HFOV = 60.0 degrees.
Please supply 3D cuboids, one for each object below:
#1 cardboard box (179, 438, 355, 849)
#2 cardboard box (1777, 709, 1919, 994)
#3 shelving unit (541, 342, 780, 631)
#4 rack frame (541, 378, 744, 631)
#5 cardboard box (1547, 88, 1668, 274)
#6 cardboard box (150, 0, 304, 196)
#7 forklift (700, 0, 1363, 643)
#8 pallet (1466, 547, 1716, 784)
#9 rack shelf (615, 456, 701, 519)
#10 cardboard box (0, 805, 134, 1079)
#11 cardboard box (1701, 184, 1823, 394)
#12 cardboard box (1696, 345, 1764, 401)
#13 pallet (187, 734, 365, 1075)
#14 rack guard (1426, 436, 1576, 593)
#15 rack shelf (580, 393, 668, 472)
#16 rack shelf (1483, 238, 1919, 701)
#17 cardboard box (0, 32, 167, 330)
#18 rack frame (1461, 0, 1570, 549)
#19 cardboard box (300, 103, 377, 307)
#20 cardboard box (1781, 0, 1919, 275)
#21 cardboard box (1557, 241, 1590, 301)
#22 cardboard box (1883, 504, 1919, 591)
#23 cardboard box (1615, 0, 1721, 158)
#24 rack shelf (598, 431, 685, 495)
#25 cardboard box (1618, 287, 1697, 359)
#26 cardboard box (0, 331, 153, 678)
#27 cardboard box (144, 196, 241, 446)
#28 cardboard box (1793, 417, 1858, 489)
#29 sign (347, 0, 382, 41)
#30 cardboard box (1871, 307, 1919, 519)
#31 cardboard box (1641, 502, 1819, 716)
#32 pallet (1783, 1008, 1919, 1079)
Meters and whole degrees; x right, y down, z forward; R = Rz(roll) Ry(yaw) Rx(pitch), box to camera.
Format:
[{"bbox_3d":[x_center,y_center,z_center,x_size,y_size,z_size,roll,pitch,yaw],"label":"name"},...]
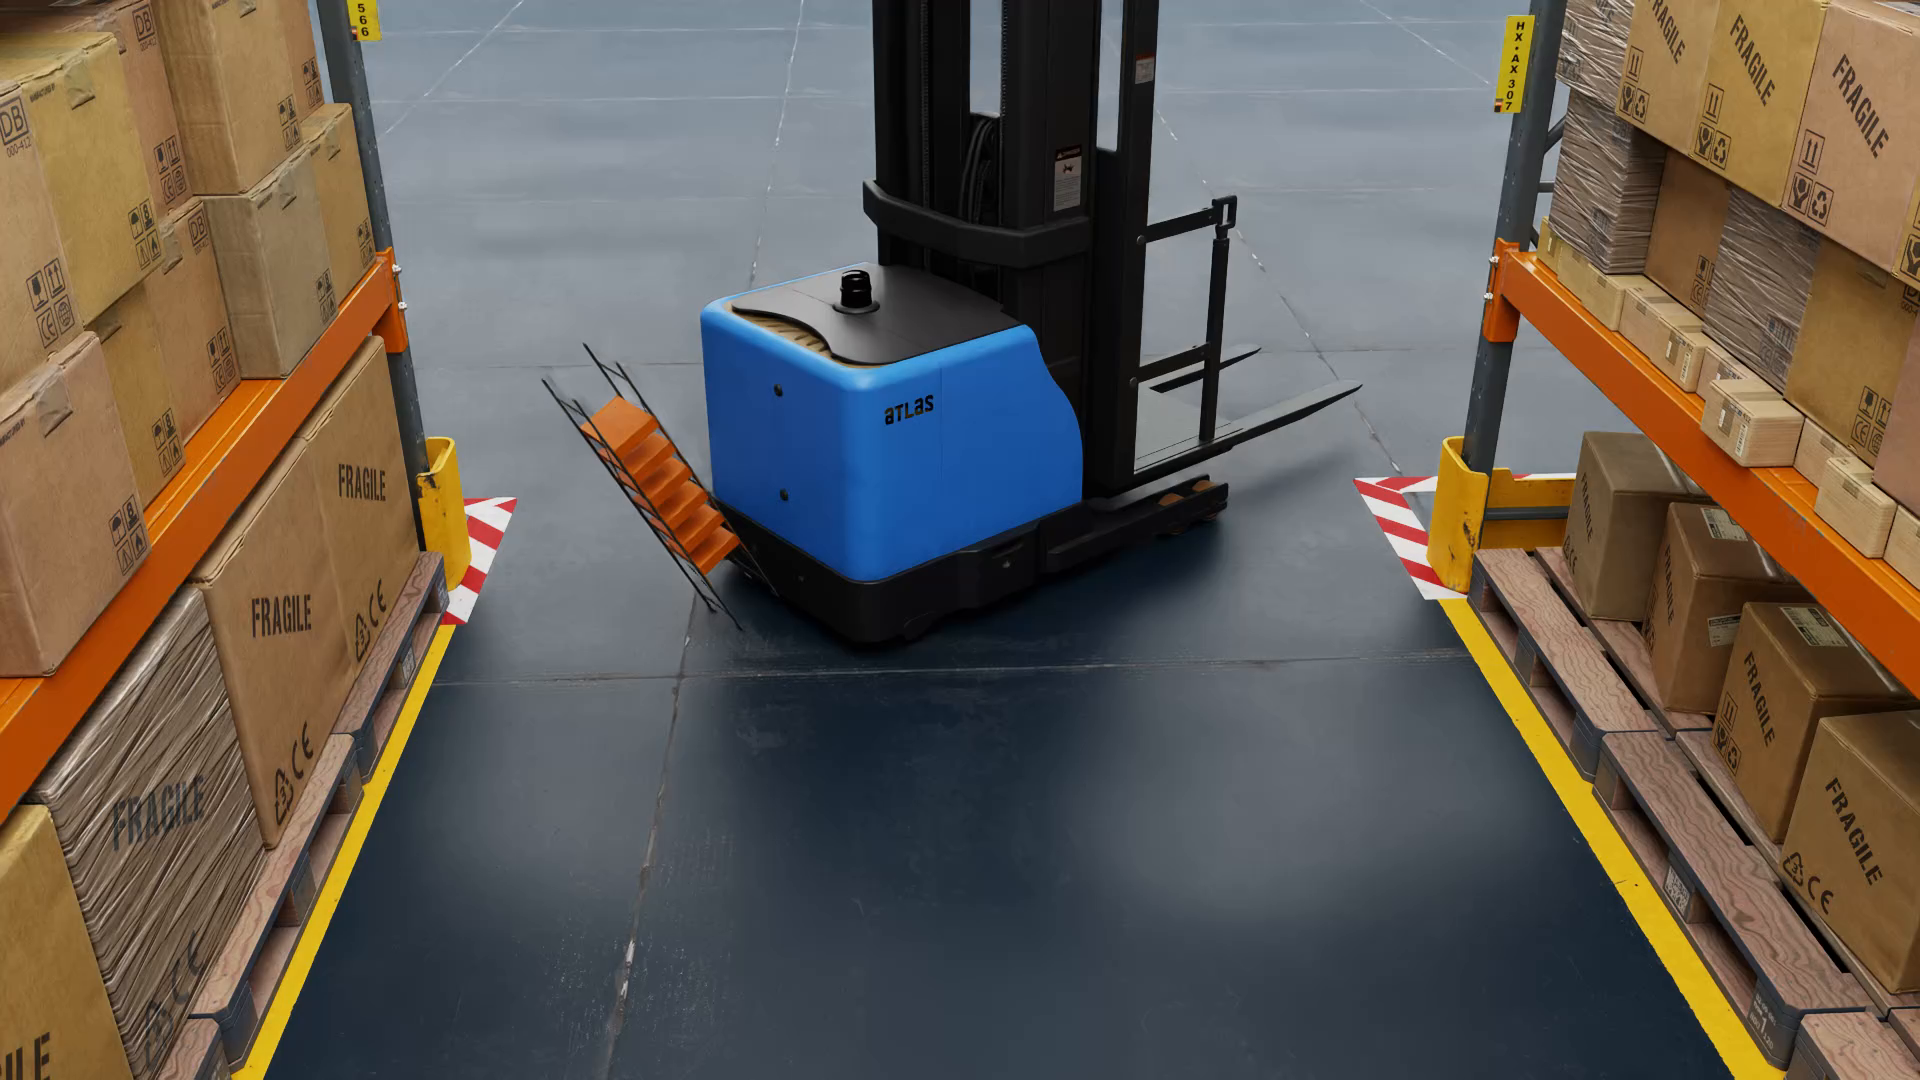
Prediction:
[{"bbox_3d":[-2.369,0.292,4.790,0.875,0.875,0.875,-2,28,-3],"label":"cardboard box"},{"bbox_3d":[2.520,0.779,4.261,0.500,0.500,0.500,-4,28,-7],"label":"cardboard box"},{"bbox_3d":[-1.023,-0.160,5.808,0.189,1.200,0.258,-44,44,-16],"label":"shelving unit"},{"bbox_3d":[-1.086,-0.099,5.782,0.006,1.200,0.240,-44,44,-16],"label":"rack frame"},{"bbox_3d":[2.442,-1.177,5.333,0.875,0.500,0.500,-1,28,-3],"label":"cardboard box"},{"bbox_3d":[-2.417,-1.303,4.675,0.875,0.550,0.550,-1,28,-3],"label":"cardboard box"},{"bbox_3d":[0.482,-1.488,6.433,3.031,2.935,1.130,-21,34,-35],"label":"forklift"},{"bbox_3d":[2.451,0.392,5.769,1.003,0.211,1.213,-1,28,-3],"label":"pallet"},{"bbox_3d":[-1.050,-0.209,5.757,0.180,0.103,0.258,-44,44,-16],"label":"rack shelf"},{"bbox_3d":[-2.272,1.129,3.185,0.875,0.875,0.875,-1,28,-2],"label":"cardboard box"},{"bbox_3d":[2.570,-0.717,4.451,0.875,0.500,0.500,-1,28,-3],"label":"cardboard box"},{"bbox_3d":[2.289,-0.429,4.601,0.380,0.149,0.250,-1,28,-3],"label":"cardboard box"},{"bbox_3d":[-2.338,0.984,4.635,1.003,0.211,1.213,-1,28,-3],"label":"pallet"},{"bbox_3d":[2.444,-0.112,6.424,1.175,0.500,0.348,-1,28,-3],"label":"rack guard"},{"bbox_3d":[-1.136,-0.365,5.596,0.180,0.103,0.258,-44,44,-16],"label":"rack shelf"},{"bbox_3d":[2.545,-0.013,4.308,1.077,0.370,4.000,-1,28,-3],"label":"rack shelf"},{"bbox_3d":[-2.366,-0.800,3.710,0.875,0.550,0.500,-1,28,-3],"label":"cardboard box"},{"bbox_3d":[2.440,-1.255,5.913,1.000,3.000,0.127,-1,28,-3],"label":"rack frame"},{"bbox_3d":[-2.454,-1.078,5.411,0.875,0.550,0.550,-1,28,-3],"label":"cardboard box"},{"bbox_3d":[2.276,-0.921,3.762,0.500,0.500,0.500,-1,28,-3],"label":"cardboard box"},{"bbox_3d":[2.211,-0.890,5.485,0.380,0.149,0.250,-1,28,-3],"label":"cardboard box"},{"bbox_3d":[2.329,0.033,3.715,0.380,0.149,0.250,-1,28,-3],"label":"cardboard box"},{"bbox_3d":[2.216,-1.383,4.647,0.500,0.500,0.500,-1,28,-3],"label":"cardboard box"},{"bbox_3d":[-1.093,-0.287,5.677,0.180,0.103,0.258,-44,44,-16],"label":"rack shelf"},{"bbox_3d":[2.243,-0.660,5.043,0.380,0.149,0.250,-1,28,-3],"label":"cardboard box"},{"bbox_3d":[-2.303,-0.077,3.492,0.875,0.550,0.550,-1,28,-3],"label":"cardboard box"},{"bbox_3d":[-2.499,-0.563,4.424,0.875,0.550,0.550,-1,28,-3],"label":"cardboard box"},{"bbox_3d":[2.344,-0.199,4.160,0.380,0.149,0.250,-1,28,-3],"label":"cardboard box"},{"bbox_3d":[-1.976,-1.807,5.463,0.100,0.325,0.005,-1,28,-3],"label":"sign"},{"bbox_3d":[2.570,-0.254,3.563,0.875,0.500,0.500,-1,28,-3],"label":"cardboard box"},{"bbox_3d":[2.522,0.231,5.312,0.500,0.500,0.500,6,28,11],"label":"cardboard box"},{"bbox_3d":[2.579,1.519,3.609,1.003,0.211,1.213,-1,28,-3],"label":"pallet"}]
